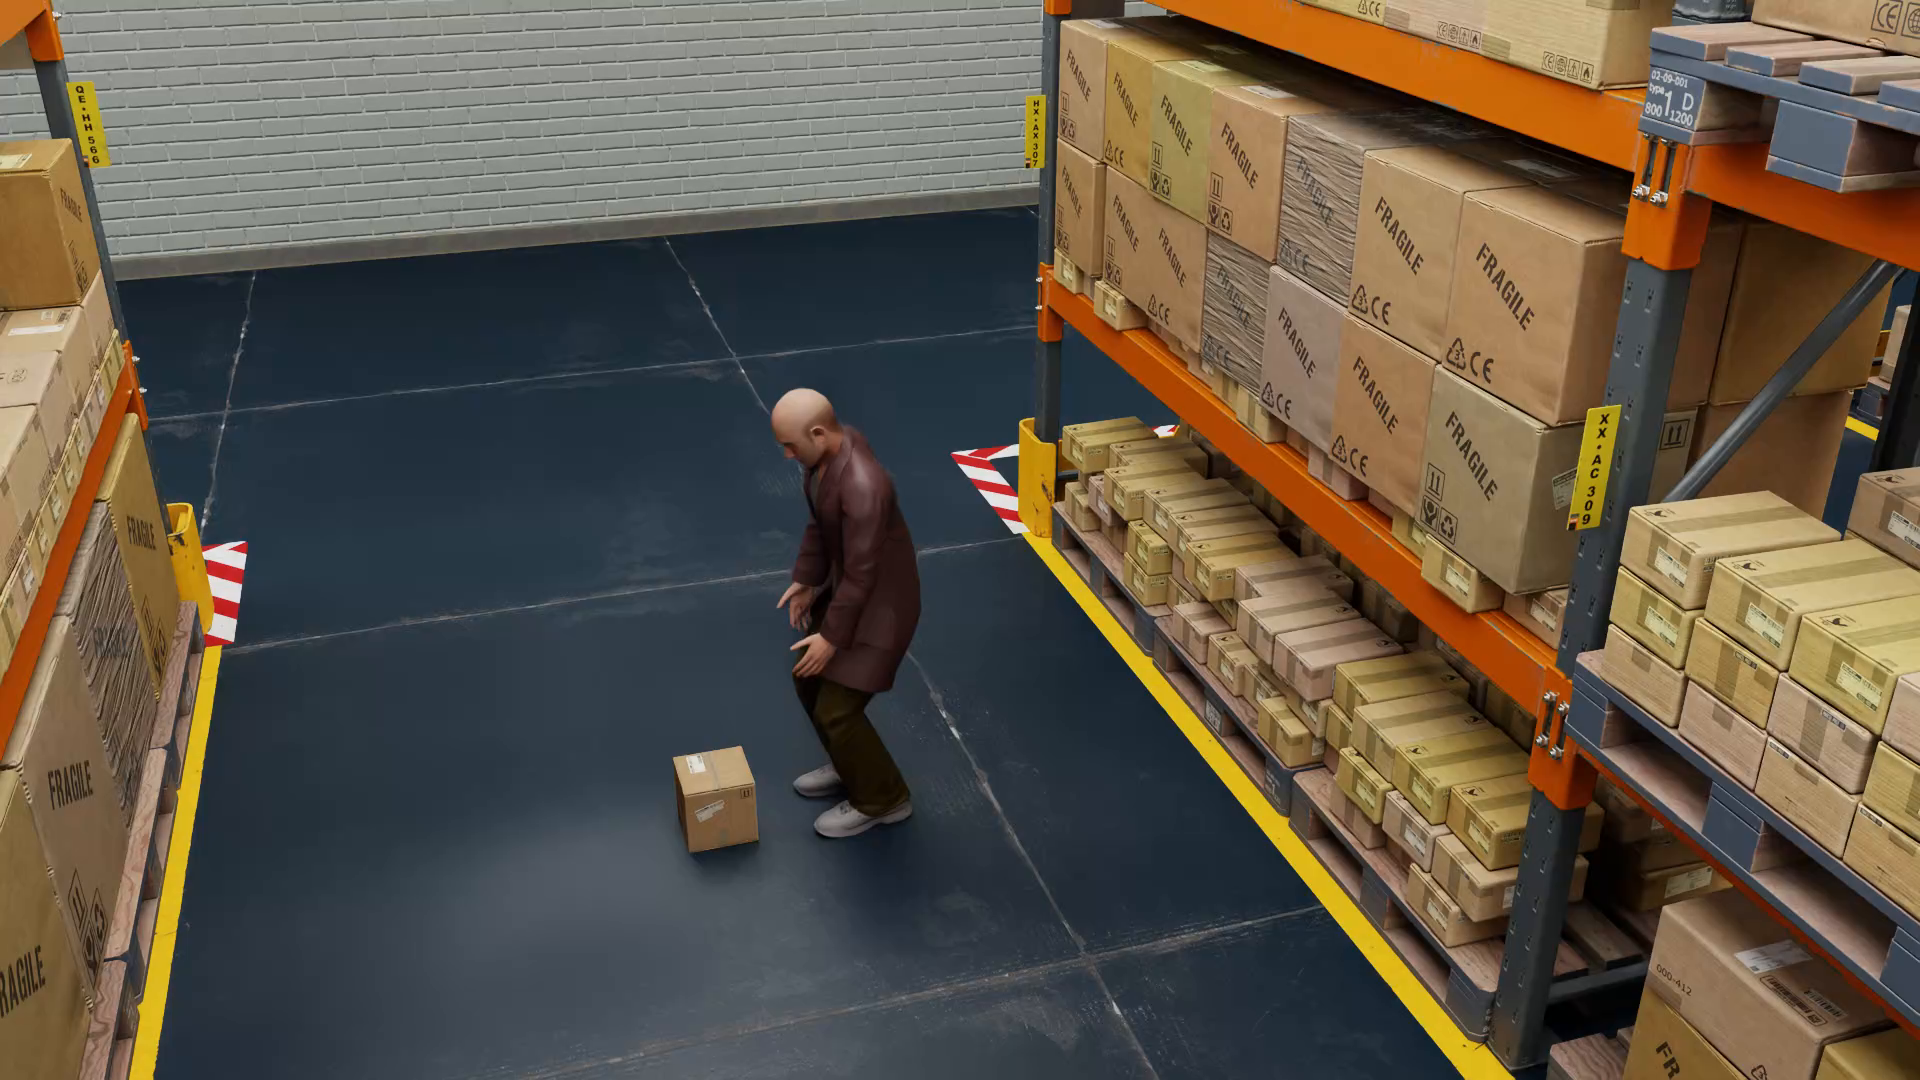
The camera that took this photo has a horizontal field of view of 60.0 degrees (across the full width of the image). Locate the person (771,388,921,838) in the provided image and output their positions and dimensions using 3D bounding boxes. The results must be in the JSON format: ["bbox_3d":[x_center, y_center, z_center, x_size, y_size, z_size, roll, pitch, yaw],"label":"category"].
[{"bbox_3d":[-0.382,0.249,5.764,0.503,1.662,0.607,-7,27,-15],"label":"person"}]
